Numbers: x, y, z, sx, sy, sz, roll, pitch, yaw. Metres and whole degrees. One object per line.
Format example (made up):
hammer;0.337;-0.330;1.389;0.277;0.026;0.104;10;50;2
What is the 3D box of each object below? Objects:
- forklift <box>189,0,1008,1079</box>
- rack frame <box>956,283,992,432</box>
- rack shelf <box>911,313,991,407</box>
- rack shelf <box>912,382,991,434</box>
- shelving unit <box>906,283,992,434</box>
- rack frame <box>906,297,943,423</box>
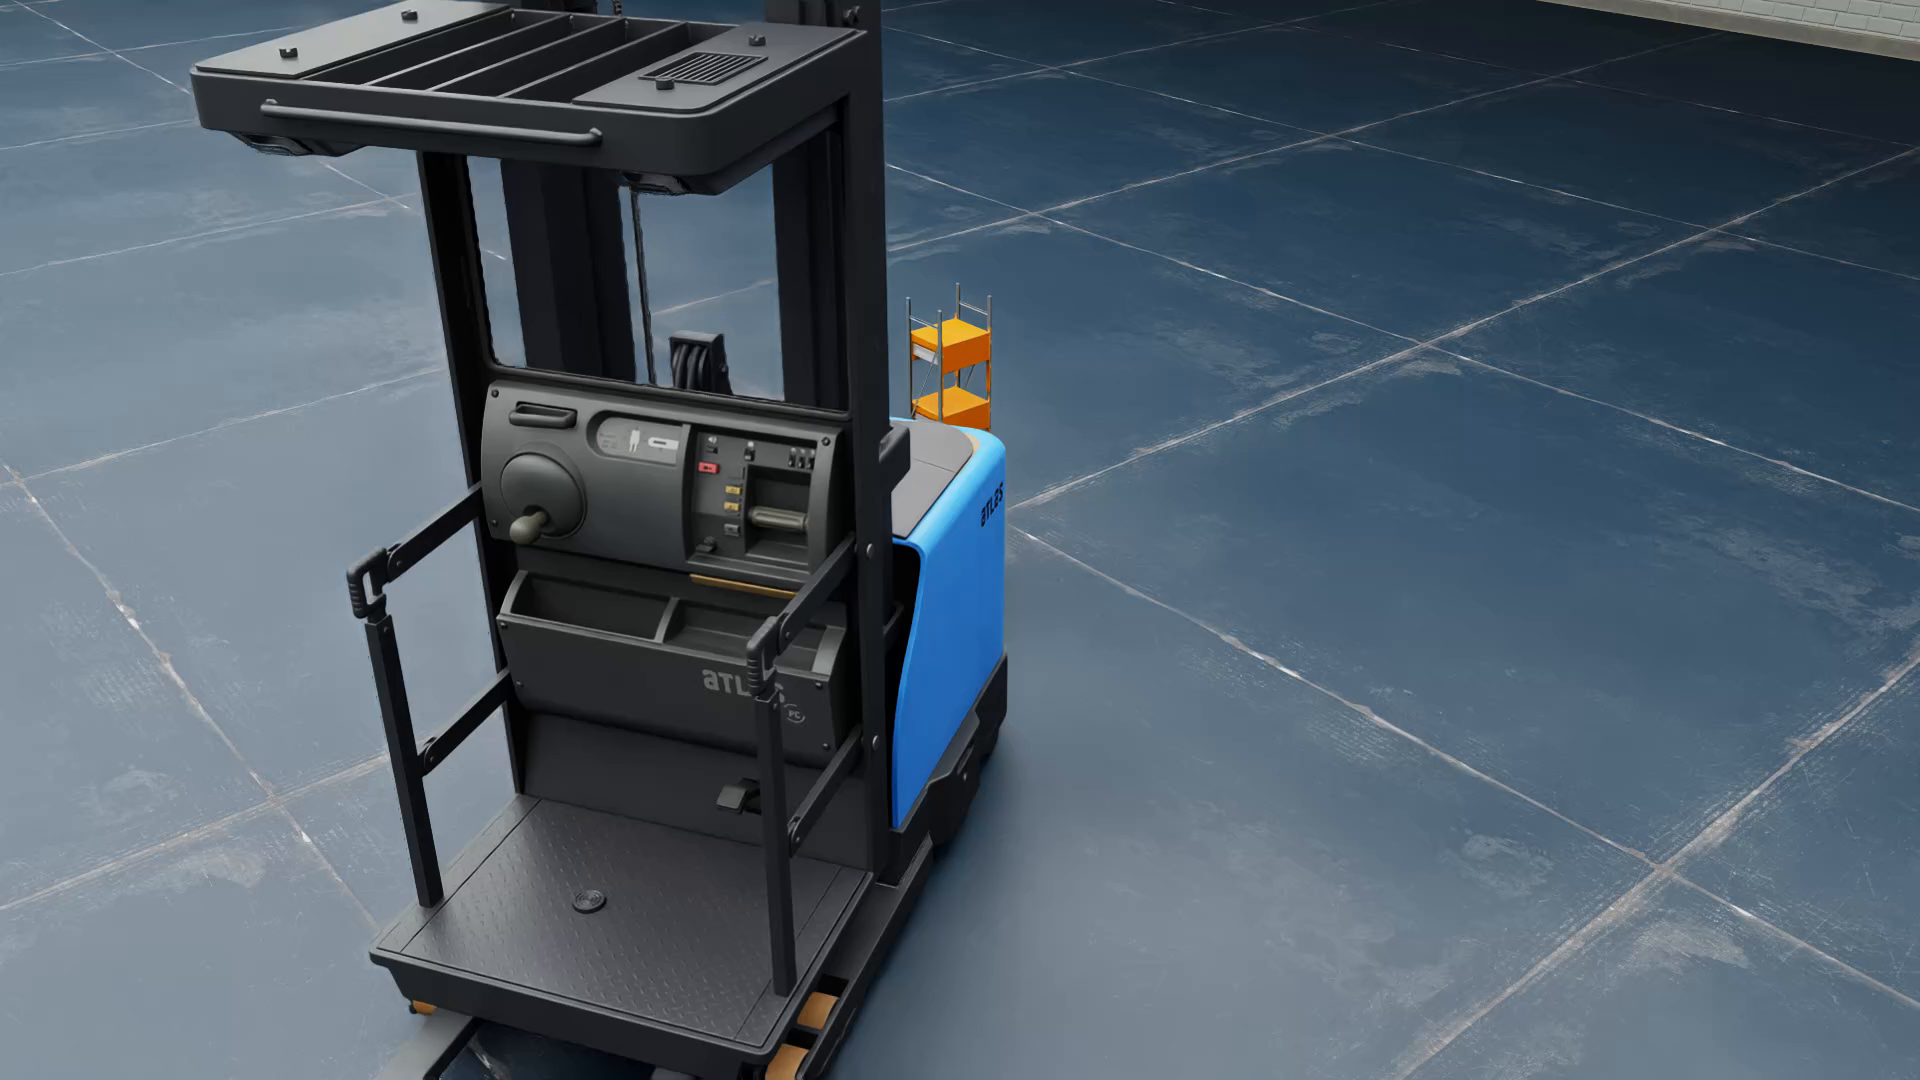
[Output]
forklift;-0.801;-0.095;3.818;1.130;2.935;3.031;9;29;16
rack frame;0.052;-0.484;6.542;0.008;1.050;0.200;-22;35;-35
rack shelf;-0.041;-0.688;6.343;0.240;0.259;0.215;-22;35;-35
rack shelf;-0.041;-0.437;6.477;0.240;0.259;0.215;-22;35;-35
shelving unit;-0.041;-0.447;6.472;0.252;1.050;0.215;-22;35;-35
rack frame;-0.134;-0.409;6.402;0.008;1.050;0.200;-22;35;-35
